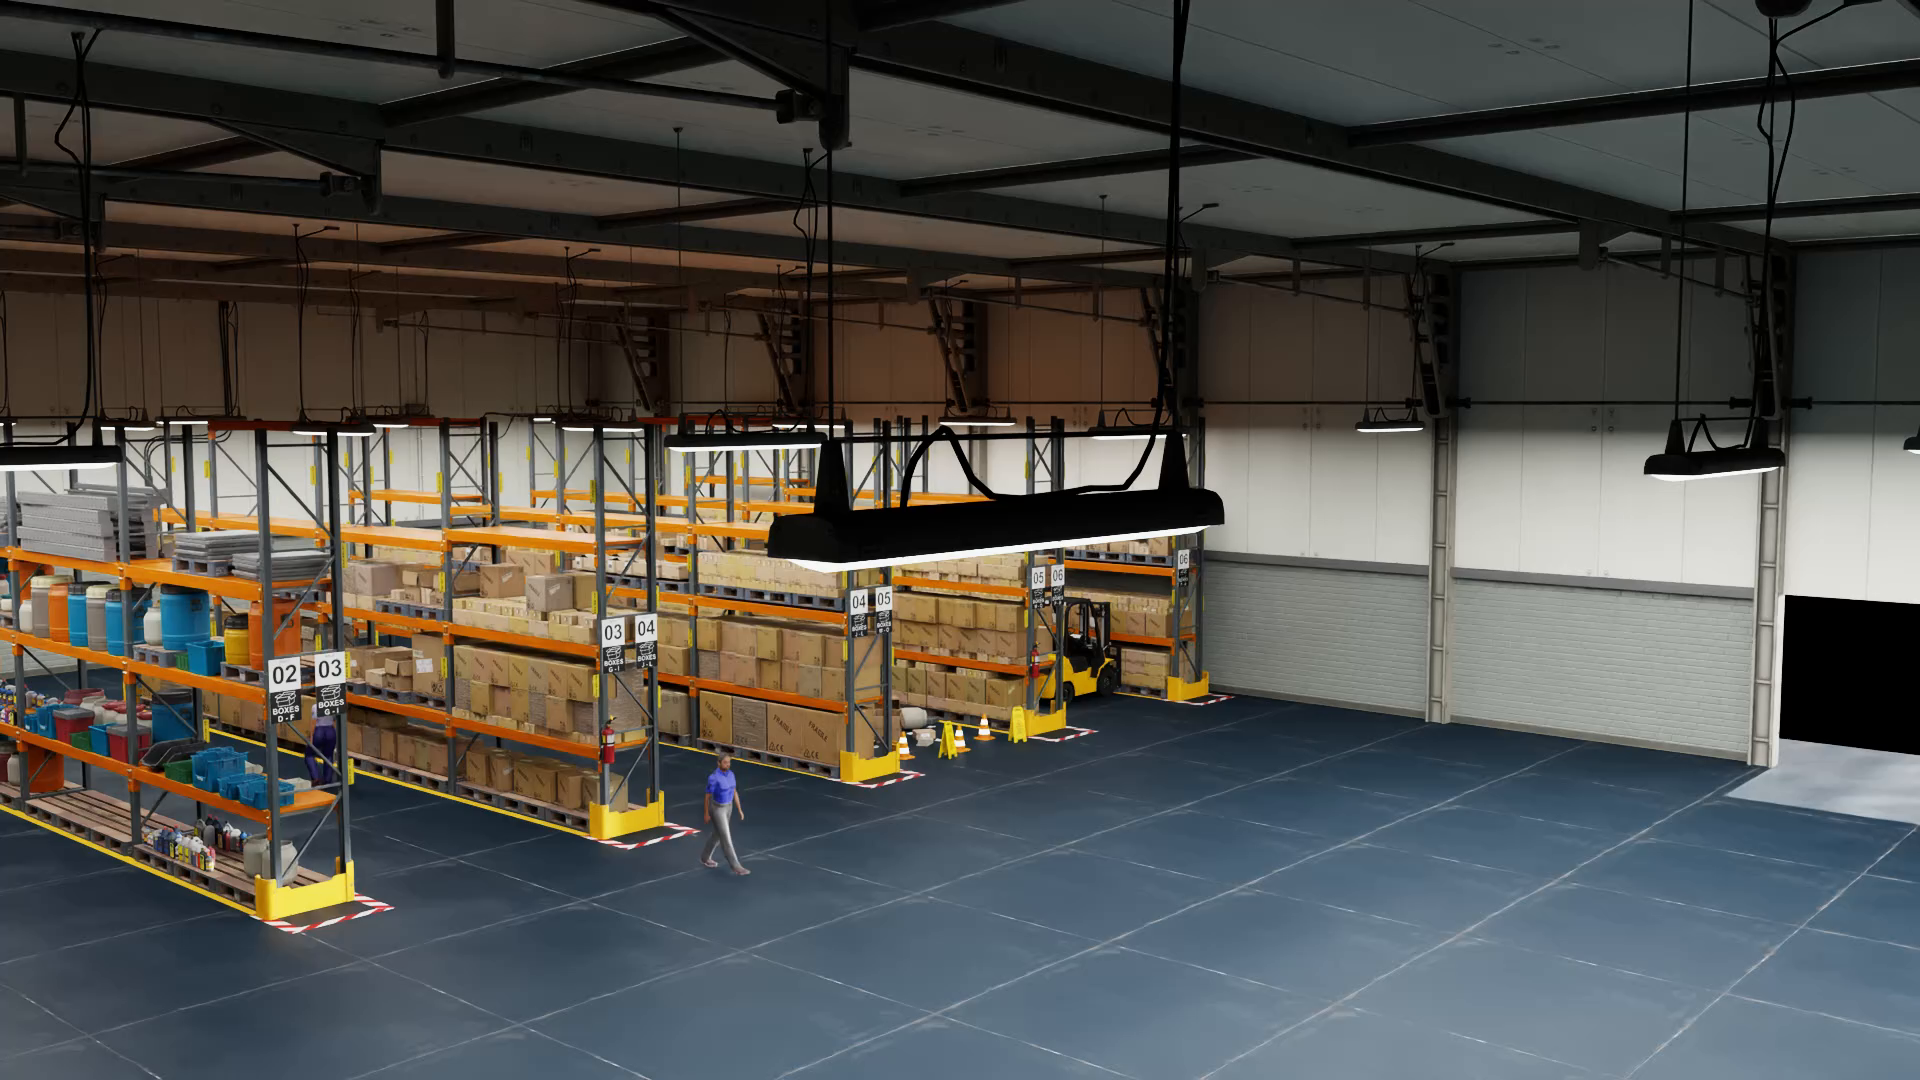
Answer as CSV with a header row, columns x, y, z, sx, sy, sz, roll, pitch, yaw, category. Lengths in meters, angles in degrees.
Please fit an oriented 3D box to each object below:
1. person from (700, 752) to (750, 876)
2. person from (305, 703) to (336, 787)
x,y,z,sx,sy,sz,roll,pitch,yaw,category
-3.140,3.649,22.337,0.977,1.605,0.469,2,5,27,person
-10.478,3.241,27.274,0.394,1.657,0.586,5,7,44,person
